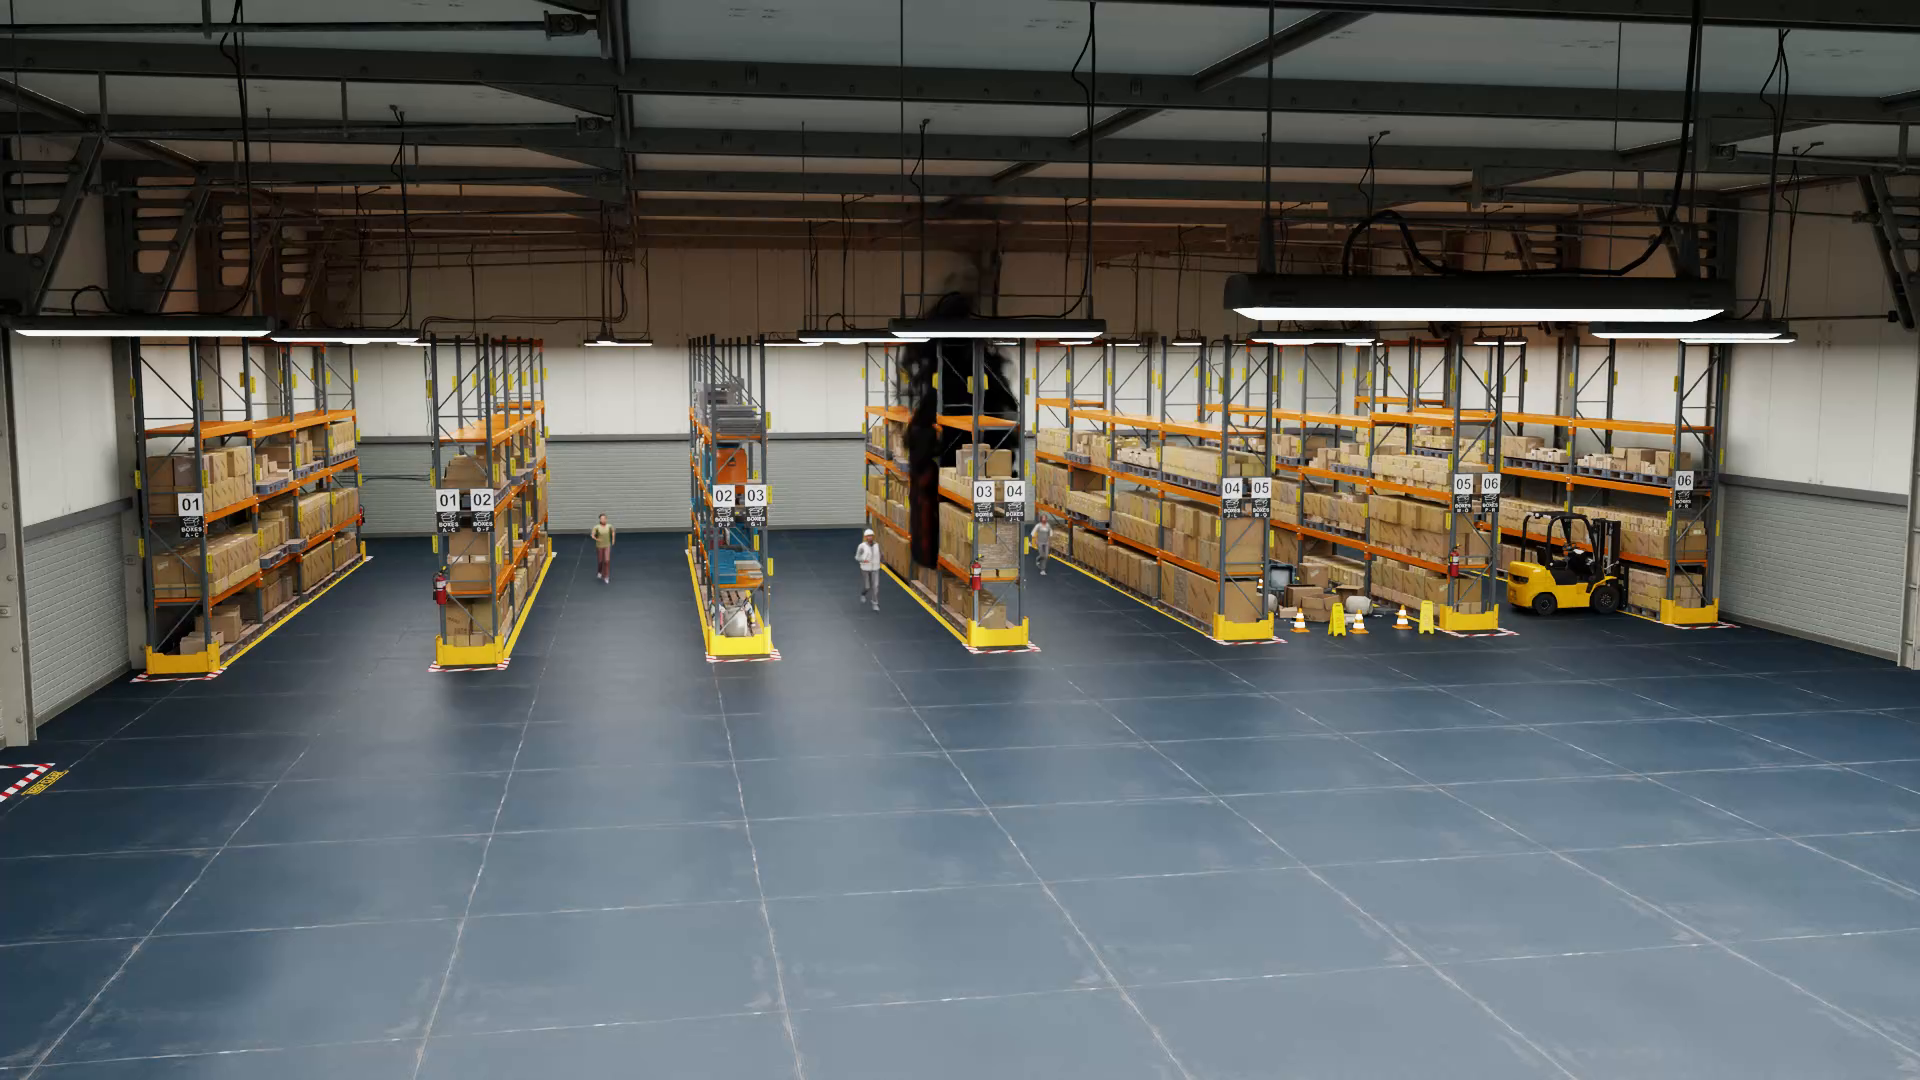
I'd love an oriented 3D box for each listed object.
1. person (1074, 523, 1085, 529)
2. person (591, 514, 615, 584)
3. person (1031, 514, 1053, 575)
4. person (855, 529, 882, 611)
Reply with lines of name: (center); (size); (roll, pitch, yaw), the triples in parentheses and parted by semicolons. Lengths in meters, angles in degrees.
person: (3.554, -0.782, 49.621); (0.584, 1.630, 0.586); (6, 9, 41)
person: (-8.823, 0.194, 41.099); (0.576, 1.683, 0.842); (-2, 7, -20)
person: (2.111, 0.107, 42.345); (0.549, 1.547, 0.556); (-2, 7, -16)
person: (-1.984, 0.646, 36.613); (0.661, 1.768, 0.935); (-3, 7, -21)
